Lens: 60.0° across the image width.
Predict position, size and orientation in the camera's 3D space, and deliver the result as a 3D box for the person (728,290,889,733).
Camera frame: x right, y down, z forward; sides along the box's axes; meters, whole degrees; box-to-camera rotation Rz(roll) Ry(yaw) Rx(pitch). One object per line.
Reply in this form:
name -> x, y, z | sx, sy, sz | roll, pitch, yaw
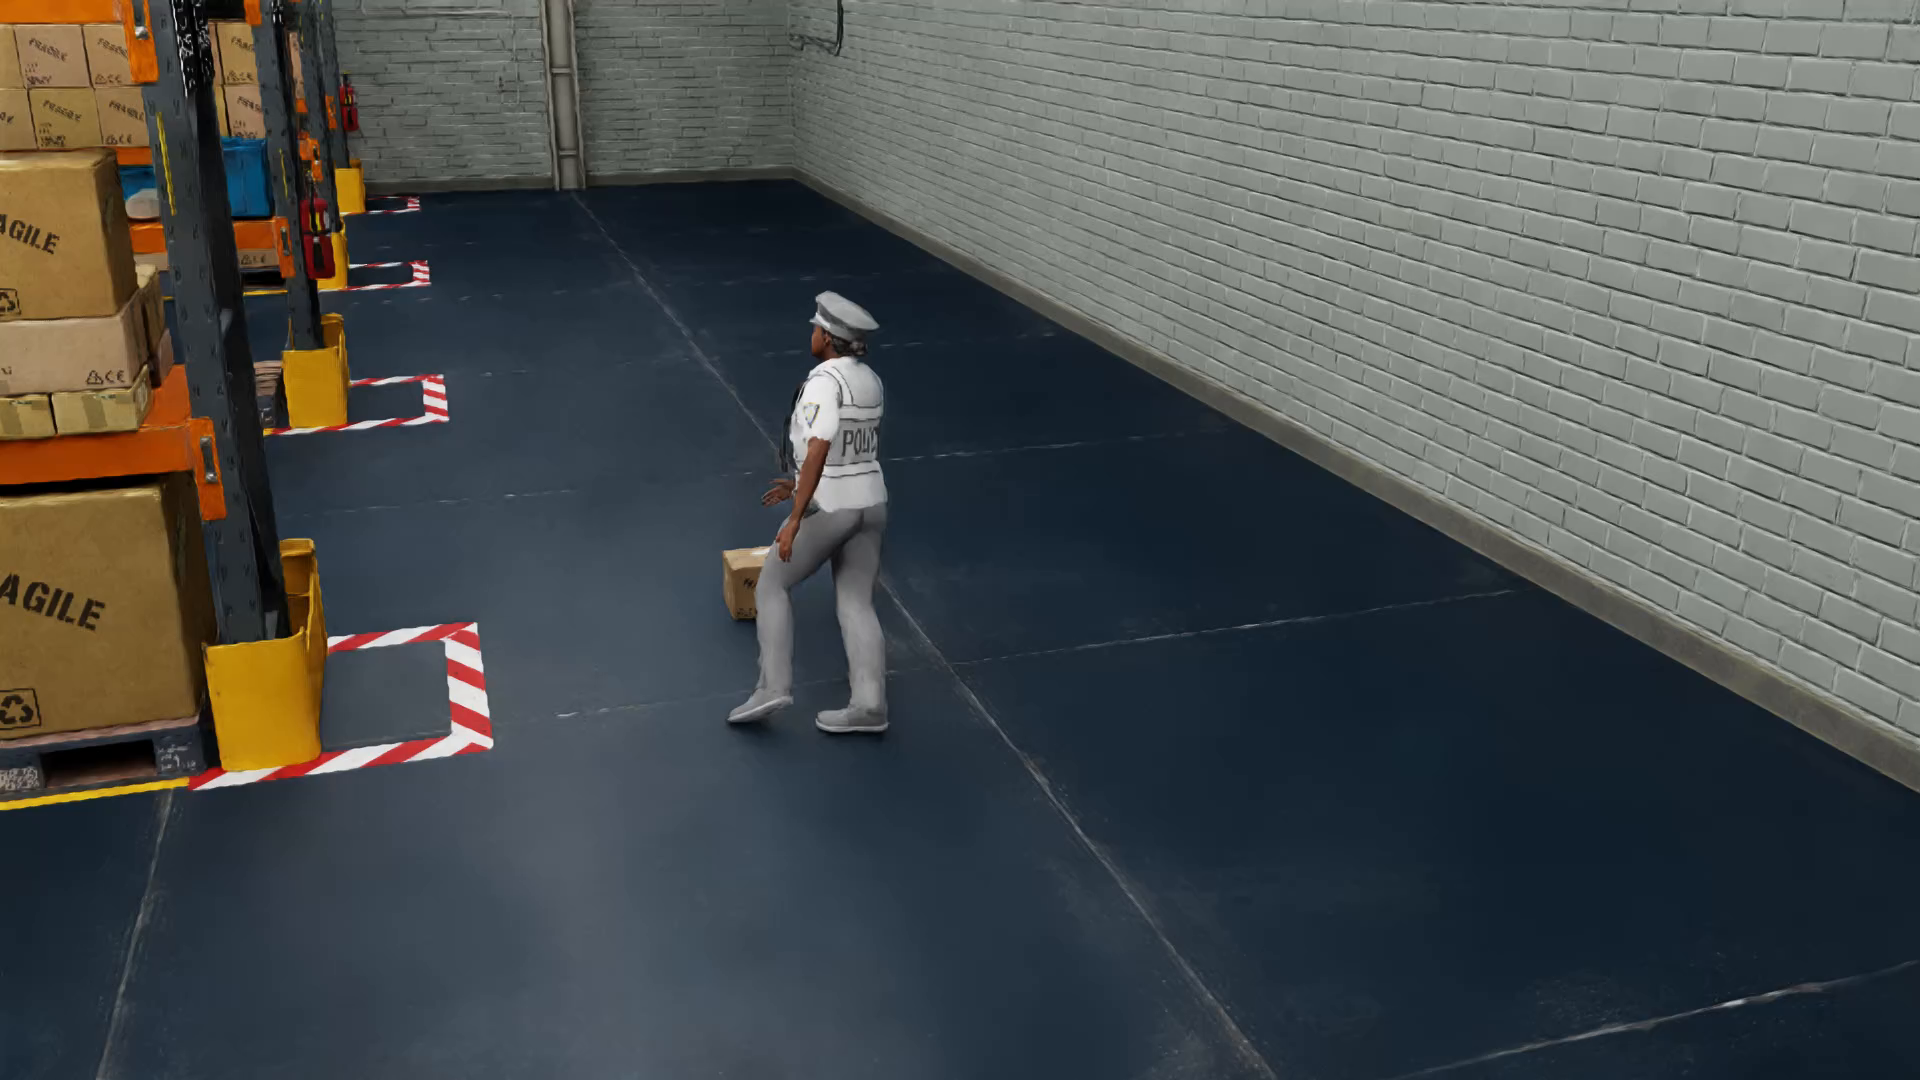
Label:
person -> -0.499, -0.085, 6.343 | 0.608, 1.659, 0.665 | 11, 22, 29
